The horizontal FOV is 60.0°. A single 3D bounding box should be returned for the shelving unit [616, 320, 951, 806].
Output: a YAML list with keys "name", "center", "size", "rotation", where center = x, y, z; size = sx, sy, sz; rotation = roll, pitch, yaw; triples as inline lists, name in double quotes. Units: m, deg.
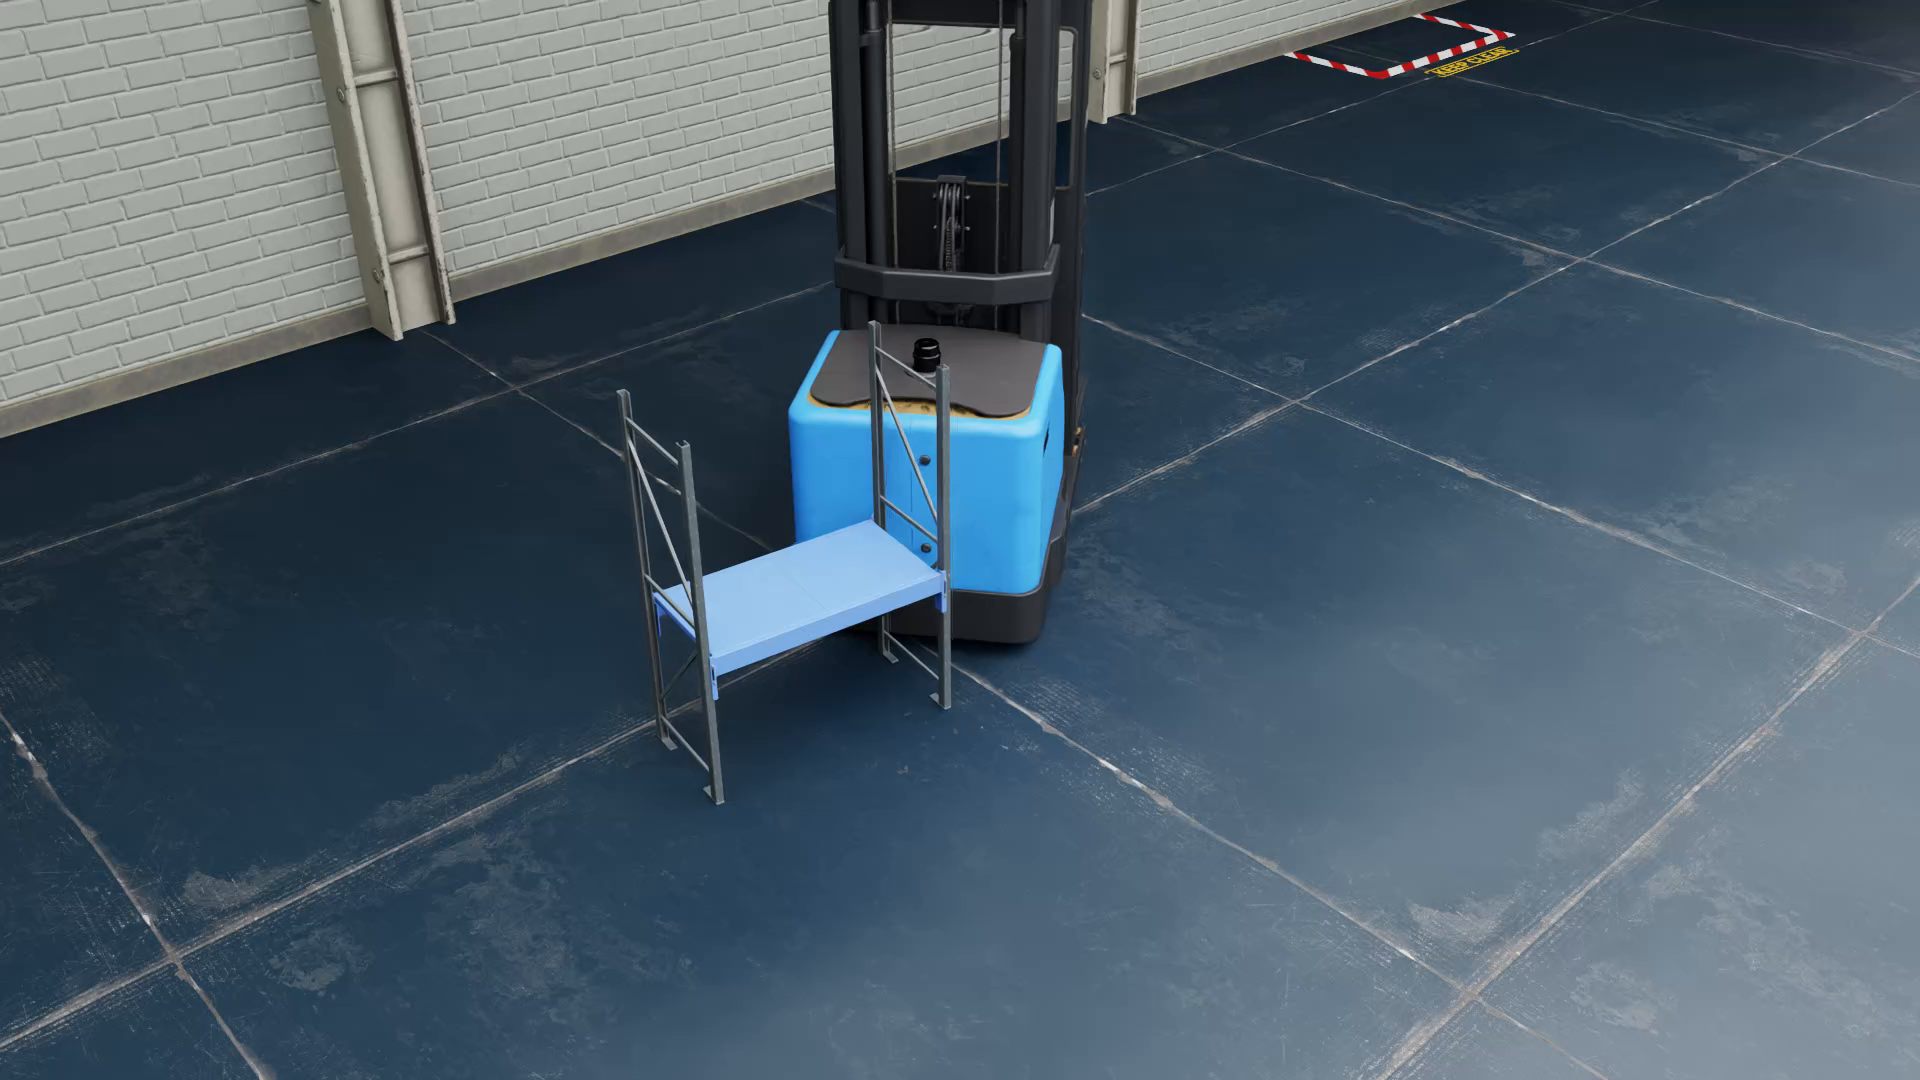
- name: "shelving unit"
  center: [-0.608, 0.080, 6.181]
  size: [1.048, 1.500, 0.538]
  rotation: [-20, 37, -29]

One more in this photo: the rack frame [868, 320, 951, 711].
- name: "rack frame"
  center: [-0.190, -0.071, 6.428]
  size: [0.032, 1.500, 0.500]
  rotation: [-20, 37, -29]

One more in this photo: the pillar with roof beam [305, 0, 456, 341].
- name: "pillar with roof beam"
  center: [-0.308, -3.474, 4.806]
  size: [0.400, 9.000, 9.100]
  rotation: [-26, 40, -35]

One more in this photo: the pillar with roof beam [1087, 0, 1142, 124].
- name: "pillar with roof beam"
  center: [4.092, -5.602, 8.286]
  size: [0.400, 9.000, 9.100]
  rotation: [-26, 40, -35]

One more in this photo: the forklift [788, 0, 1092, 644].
- name: "forklift"
  center: [0.036, -1.572, 7.512]
  size: [1.130, 2.935, 3.031]
  rotation: [5, 32, 7]

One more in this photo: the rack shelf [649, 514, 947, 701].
- name: "rack shelf"
  center: [-0.608, 0.234, 6.275]
  size: [1.000, 0.185, 0.538]
  rotation: [-20, 37, -29]

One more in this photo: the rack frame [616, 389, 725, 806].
- name: "rack frame"
  center: [-1.027, 0.231, 5.935]
  size: [0.032, 1.500, 0.500]
  rotation: [-20, 37, -29]
